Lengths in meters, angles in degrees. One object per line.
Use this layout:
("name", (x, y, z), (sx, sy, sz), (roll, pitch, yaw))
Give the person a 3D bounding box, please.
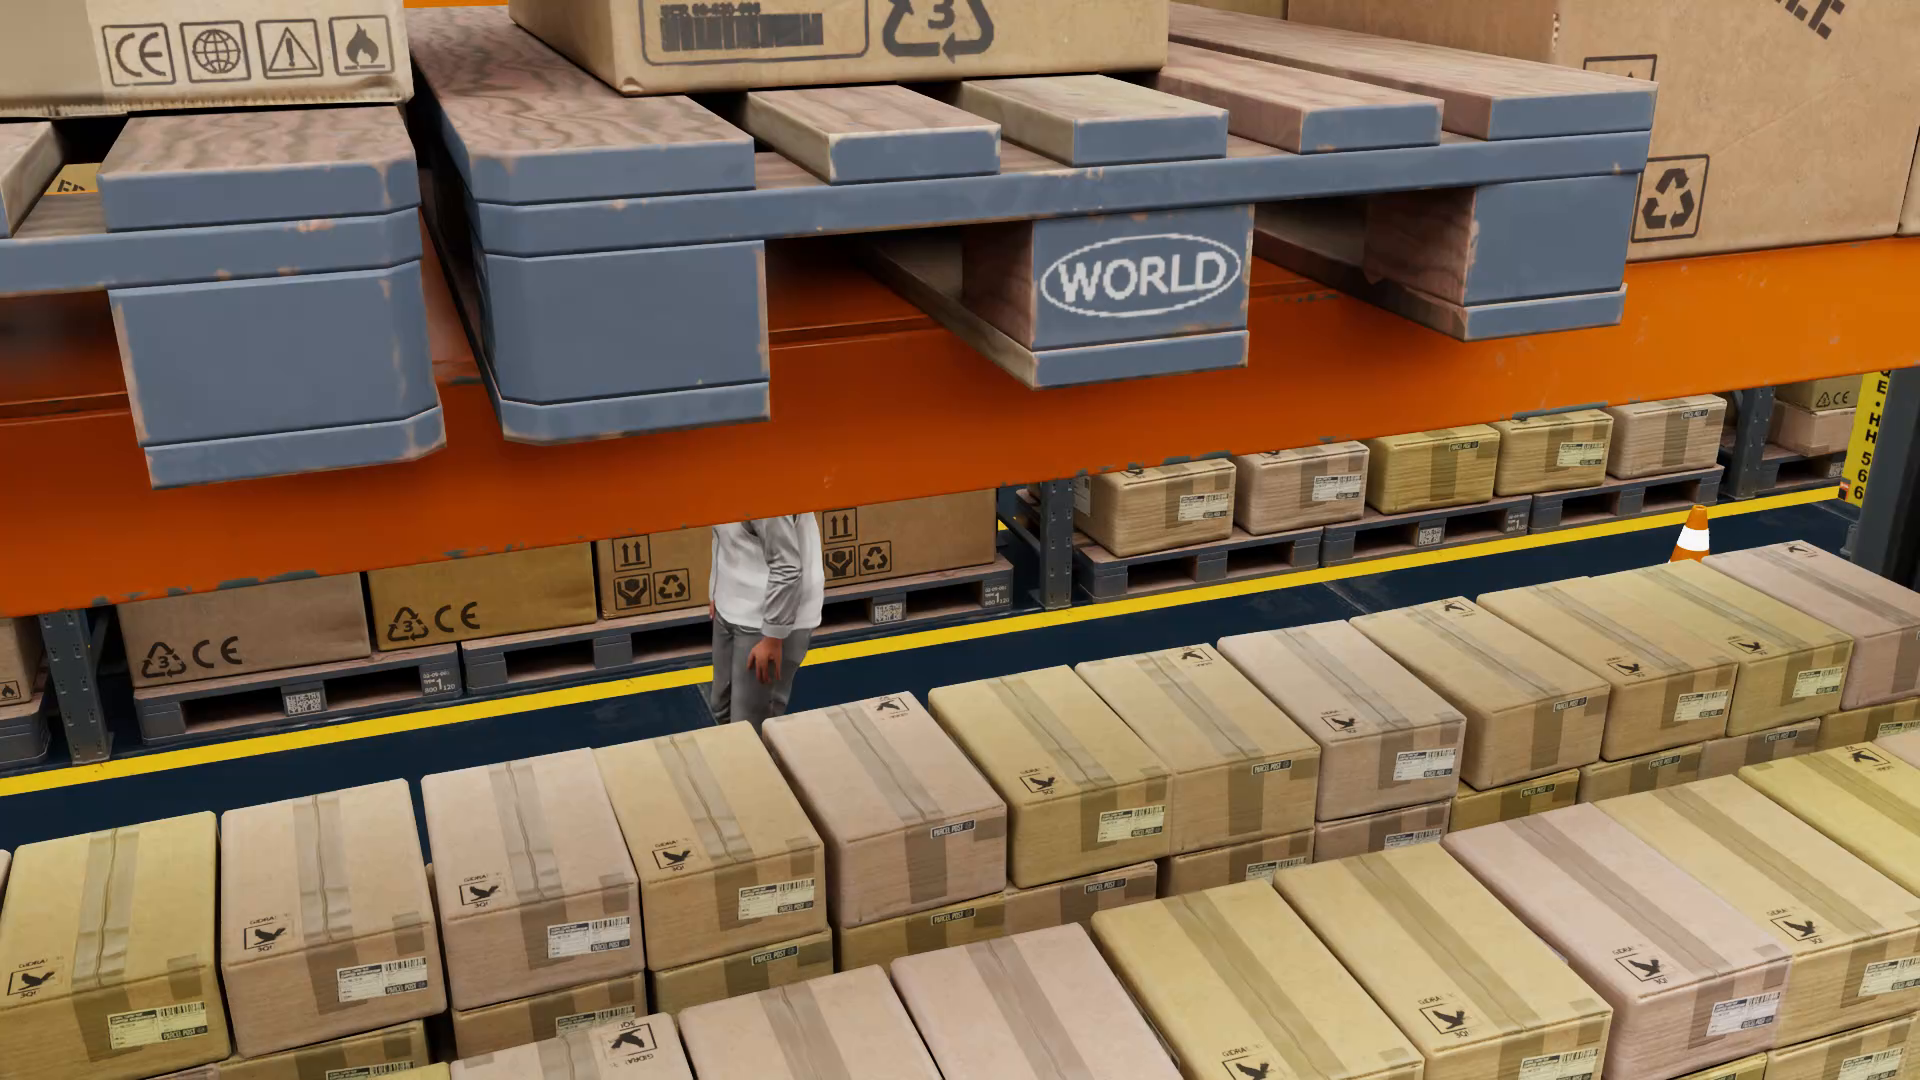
("person", (-0.688, 0.238, 5.486), (0.466, 1.766, 0.578), (-9, 24, -21))
